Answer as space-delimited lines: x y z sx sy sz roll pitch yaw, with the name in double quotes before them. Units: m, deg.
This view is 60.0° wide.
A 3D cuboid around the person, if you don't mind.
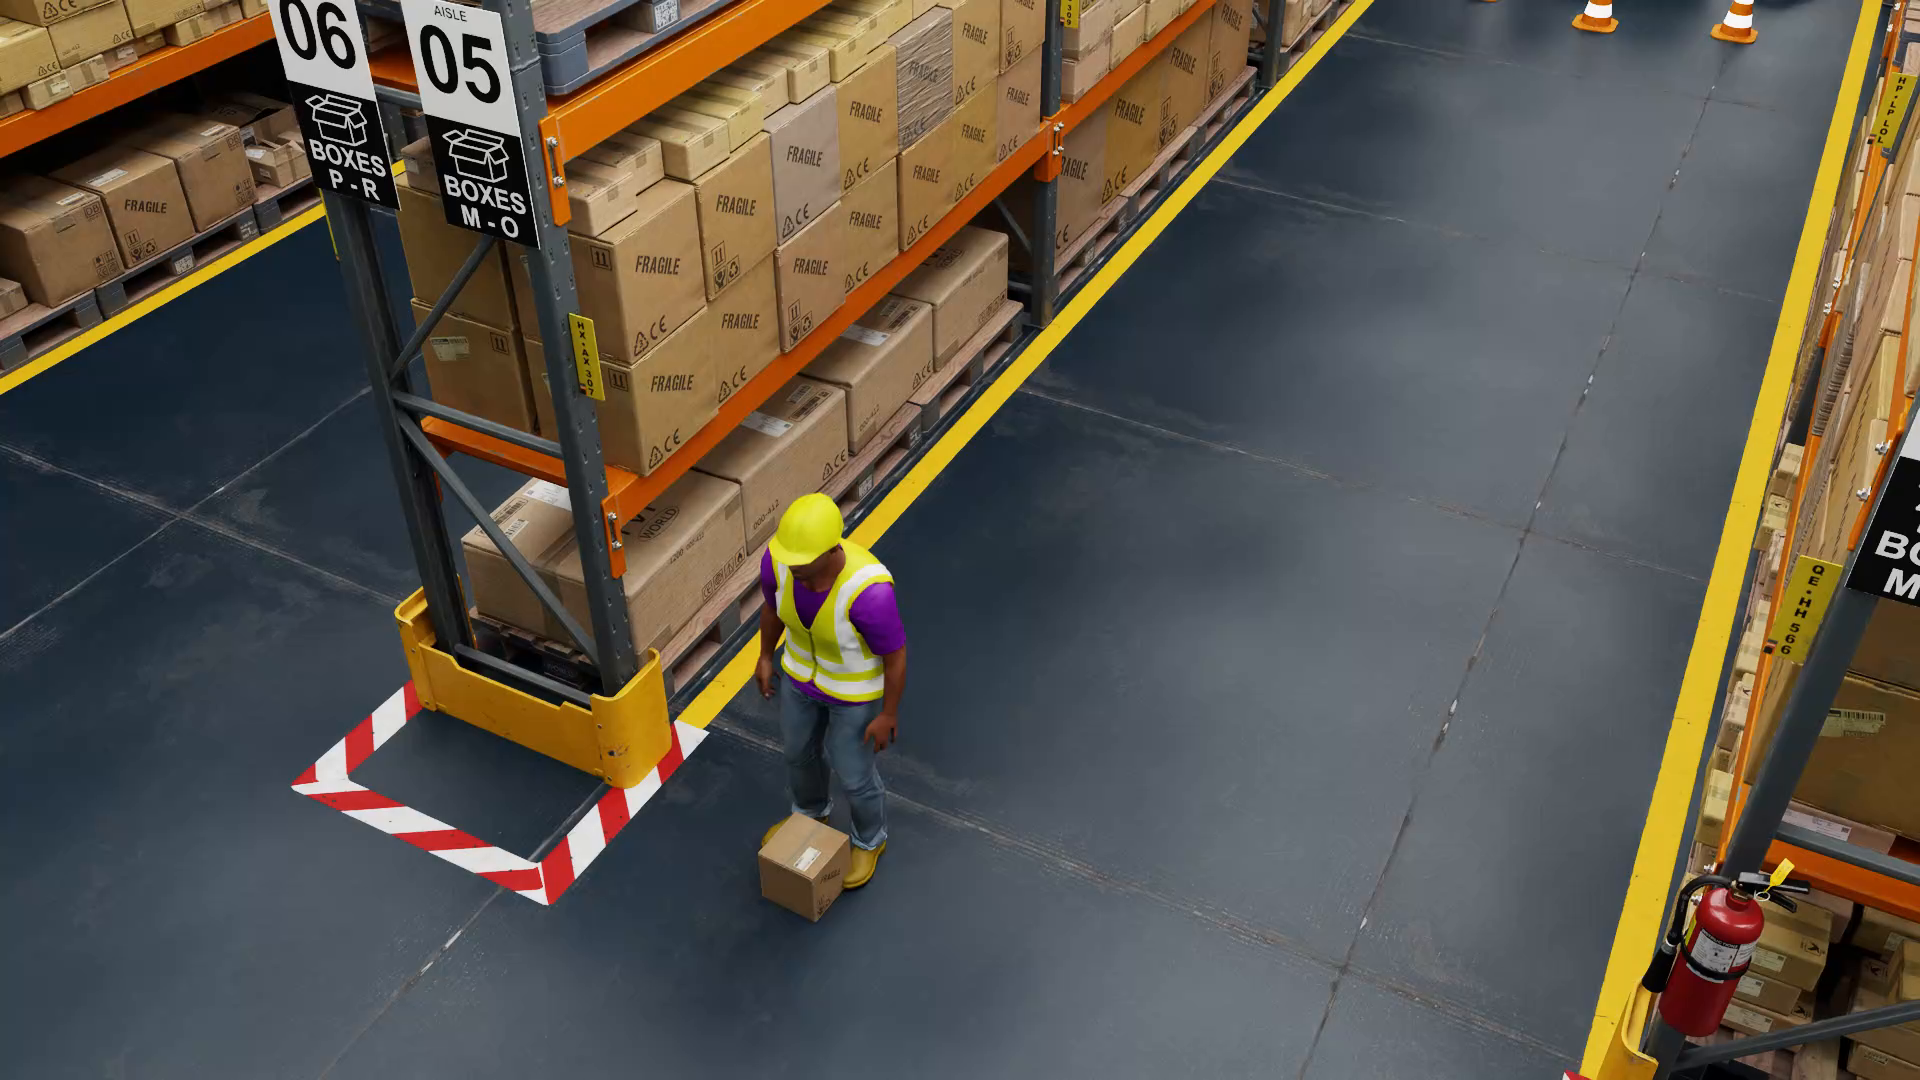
"person" -0.481 0.528 6.052 0.628 1.761 0.457 22 43 26
